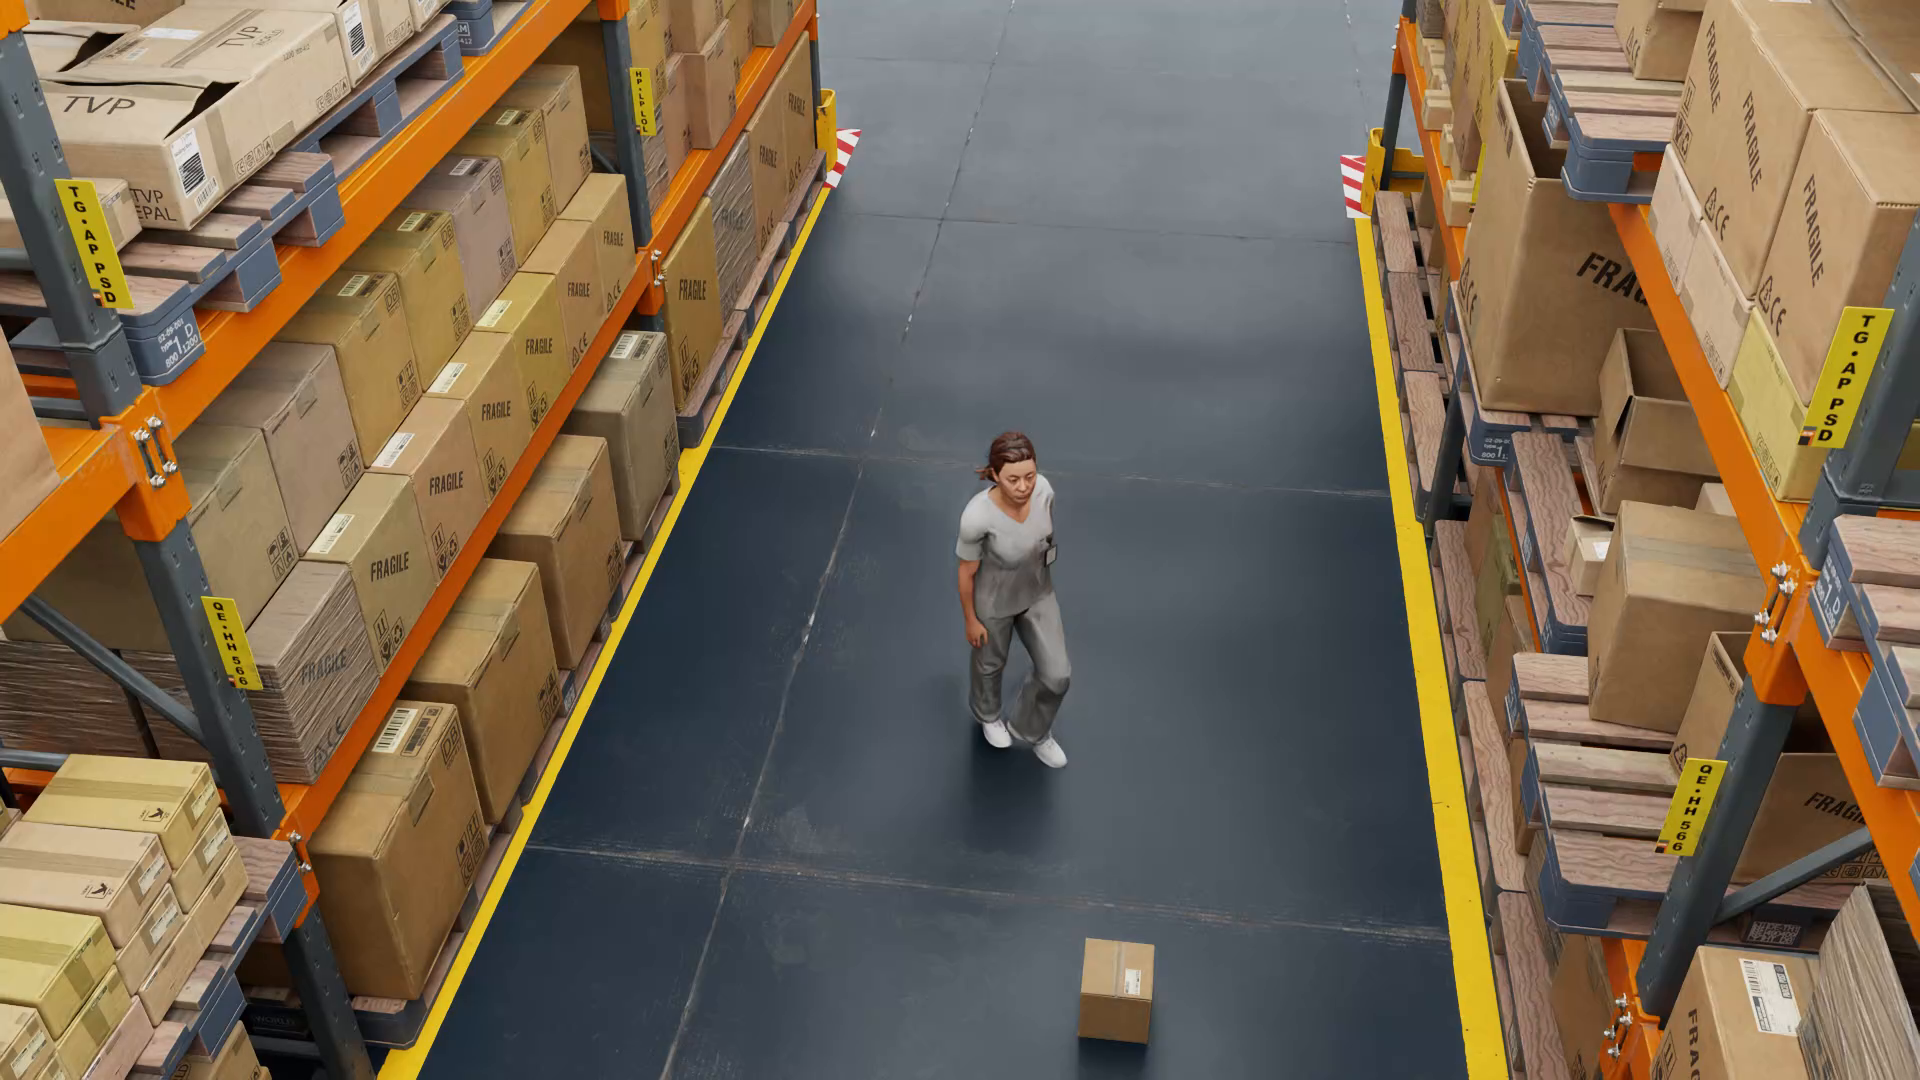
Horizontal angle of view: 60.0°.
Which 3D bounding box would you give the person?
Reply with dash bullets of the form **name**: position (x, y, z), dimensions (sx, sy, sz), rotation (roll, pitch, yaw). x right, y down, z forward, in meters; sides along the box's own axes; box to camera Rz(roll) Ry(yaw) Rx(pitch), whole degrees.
- **person**: position (0.177, 0.241, 6.710), dimensions (0.472, 1.676, 0.537), rotation (-15, 39, -20)
